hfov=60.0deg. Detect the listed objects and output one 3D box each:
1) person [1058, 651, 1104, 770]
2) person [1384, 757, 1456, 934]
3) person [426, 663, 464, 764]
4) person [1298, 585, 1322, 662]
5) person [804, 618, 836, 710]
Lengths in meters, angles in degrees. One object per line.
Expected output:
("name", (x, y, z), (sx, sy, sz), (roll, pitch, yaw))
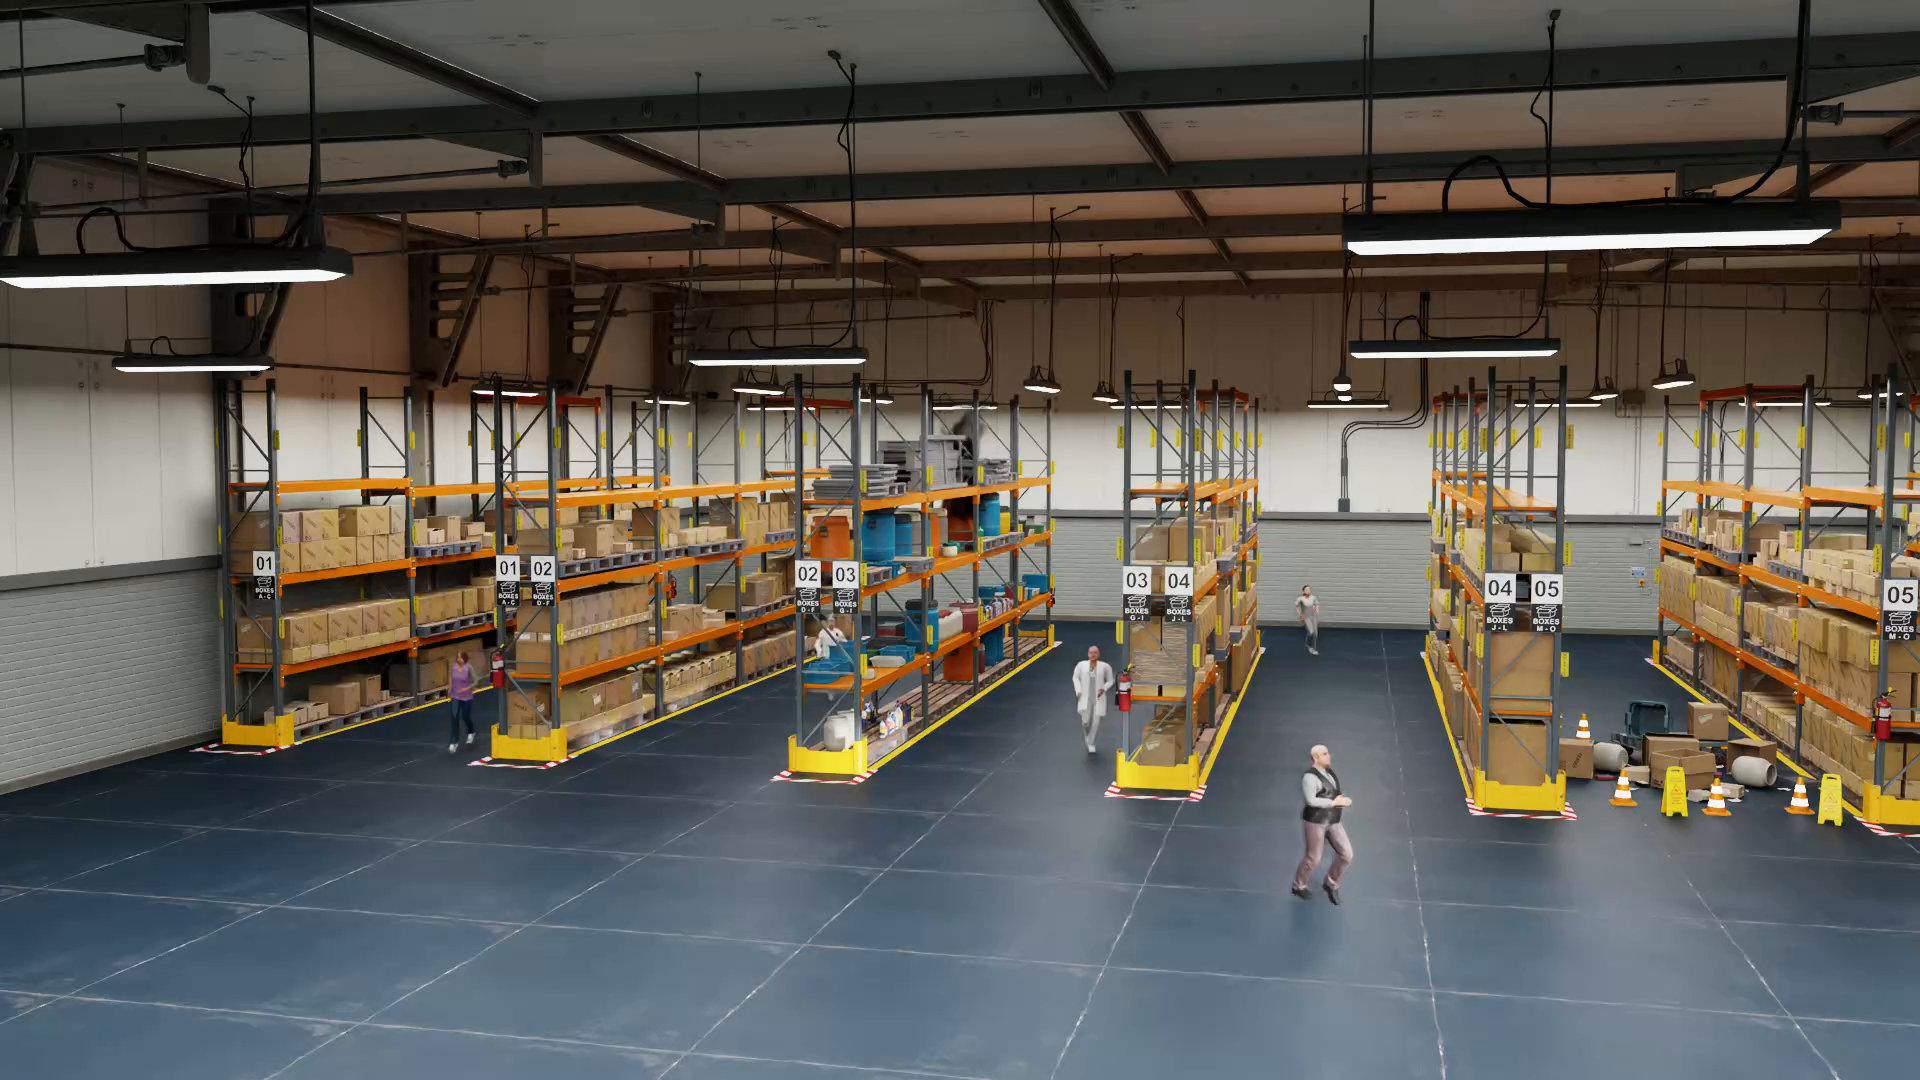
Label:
("person", (1.843, 2.599, 25.410), (0.662, 1.818, 0.866), (1, 4, 12))
("person", (4.740, 3.089, 17.083), (0.662, 1.719, 0.912), (-3, 5, -41))
("person", (-8.000, 2.686, 25.811), (0.582, 1.546, 0.506), (-1, 4, -16))
("person", (7.970, 1.870, 37.857), (0.553, 1.693, 0.905), (0, 3, 7))
("person", (-2.620, 2.310, 30.911), (0.593, 1.722, 0.651), (0, 3, 2))
